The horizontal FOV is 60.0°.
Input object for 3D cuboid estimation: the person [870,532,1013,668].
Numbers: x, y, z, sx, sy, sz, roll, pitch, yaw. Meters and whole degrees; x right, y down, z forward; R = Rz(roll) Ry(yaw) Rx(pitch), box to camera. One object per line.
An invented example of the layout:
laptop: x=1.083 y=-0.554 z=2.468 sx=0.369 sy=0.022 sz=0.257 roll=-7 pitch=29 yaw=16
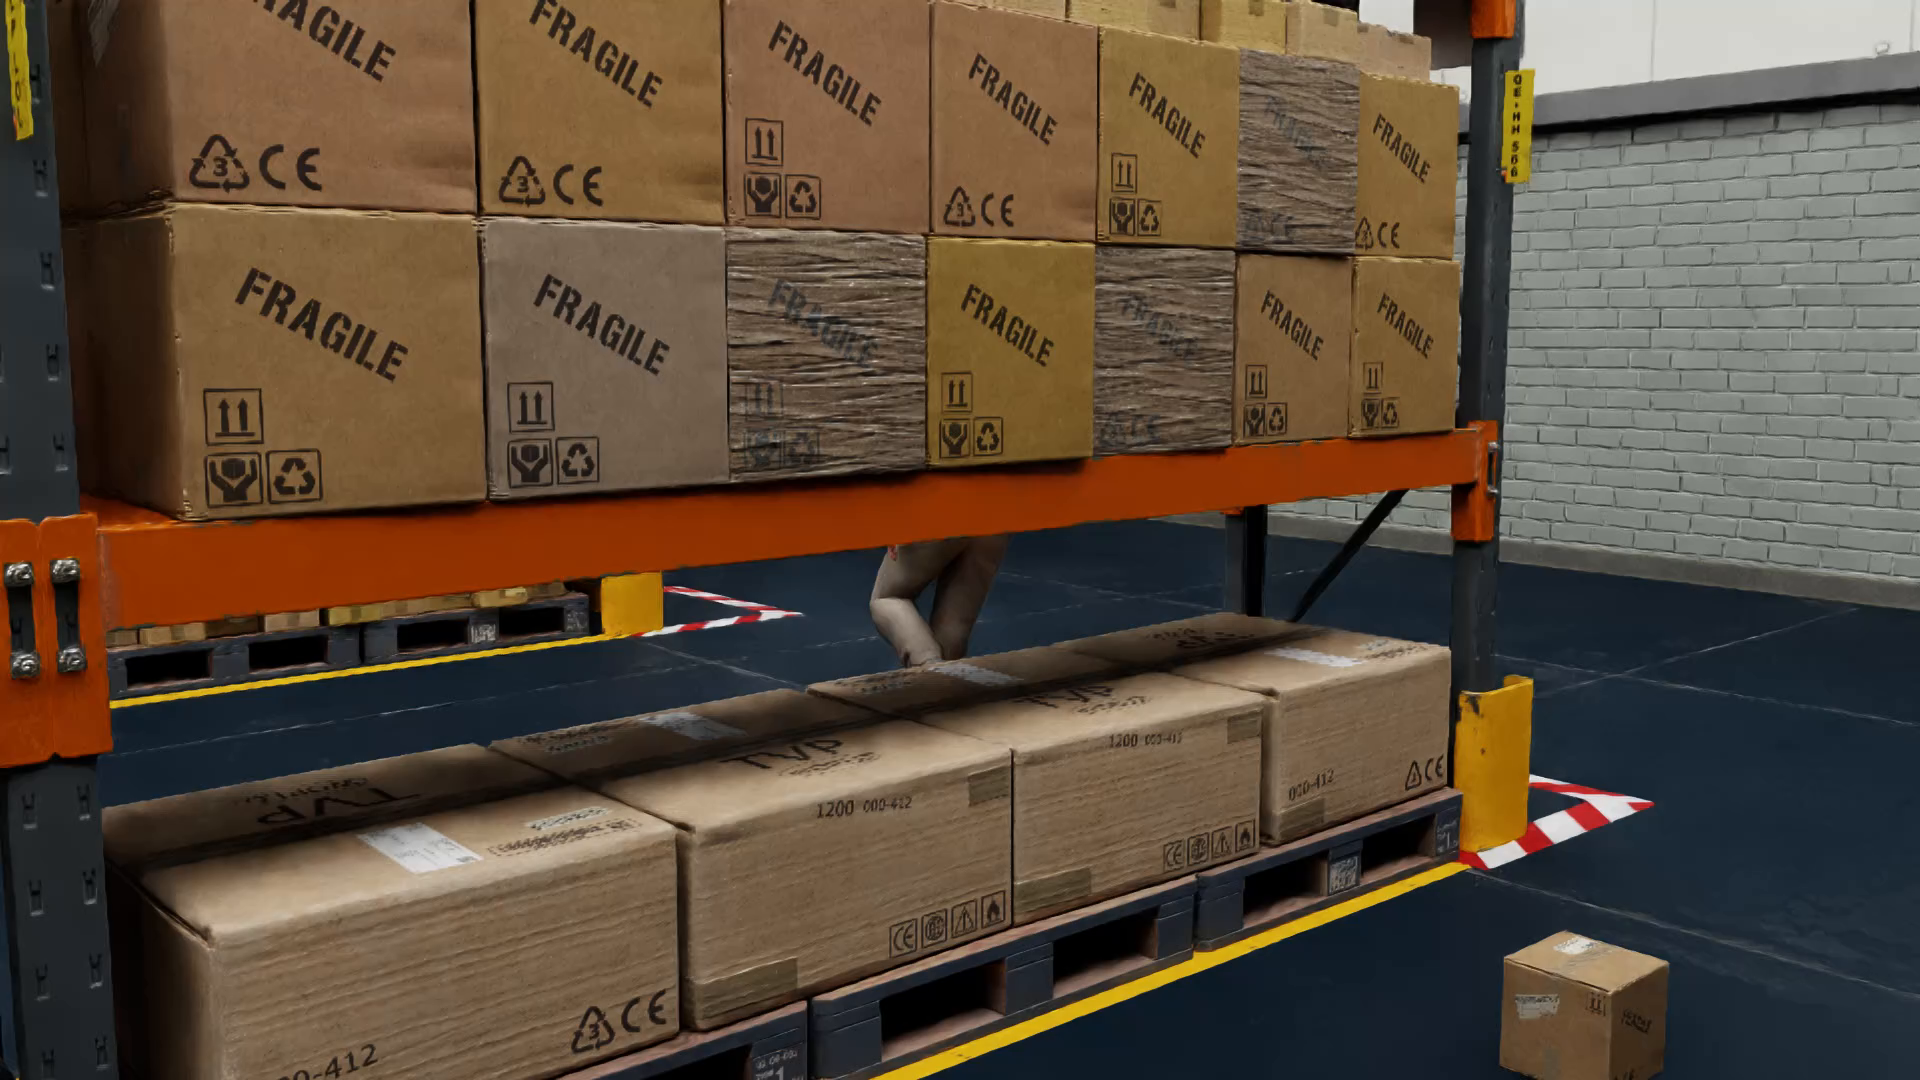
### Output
person: x=0.002 y=-0.053 z=6.329 sx=0.654 sy=1.681 sz=0.600 roll=-4 pitch=8 yaw=-26
